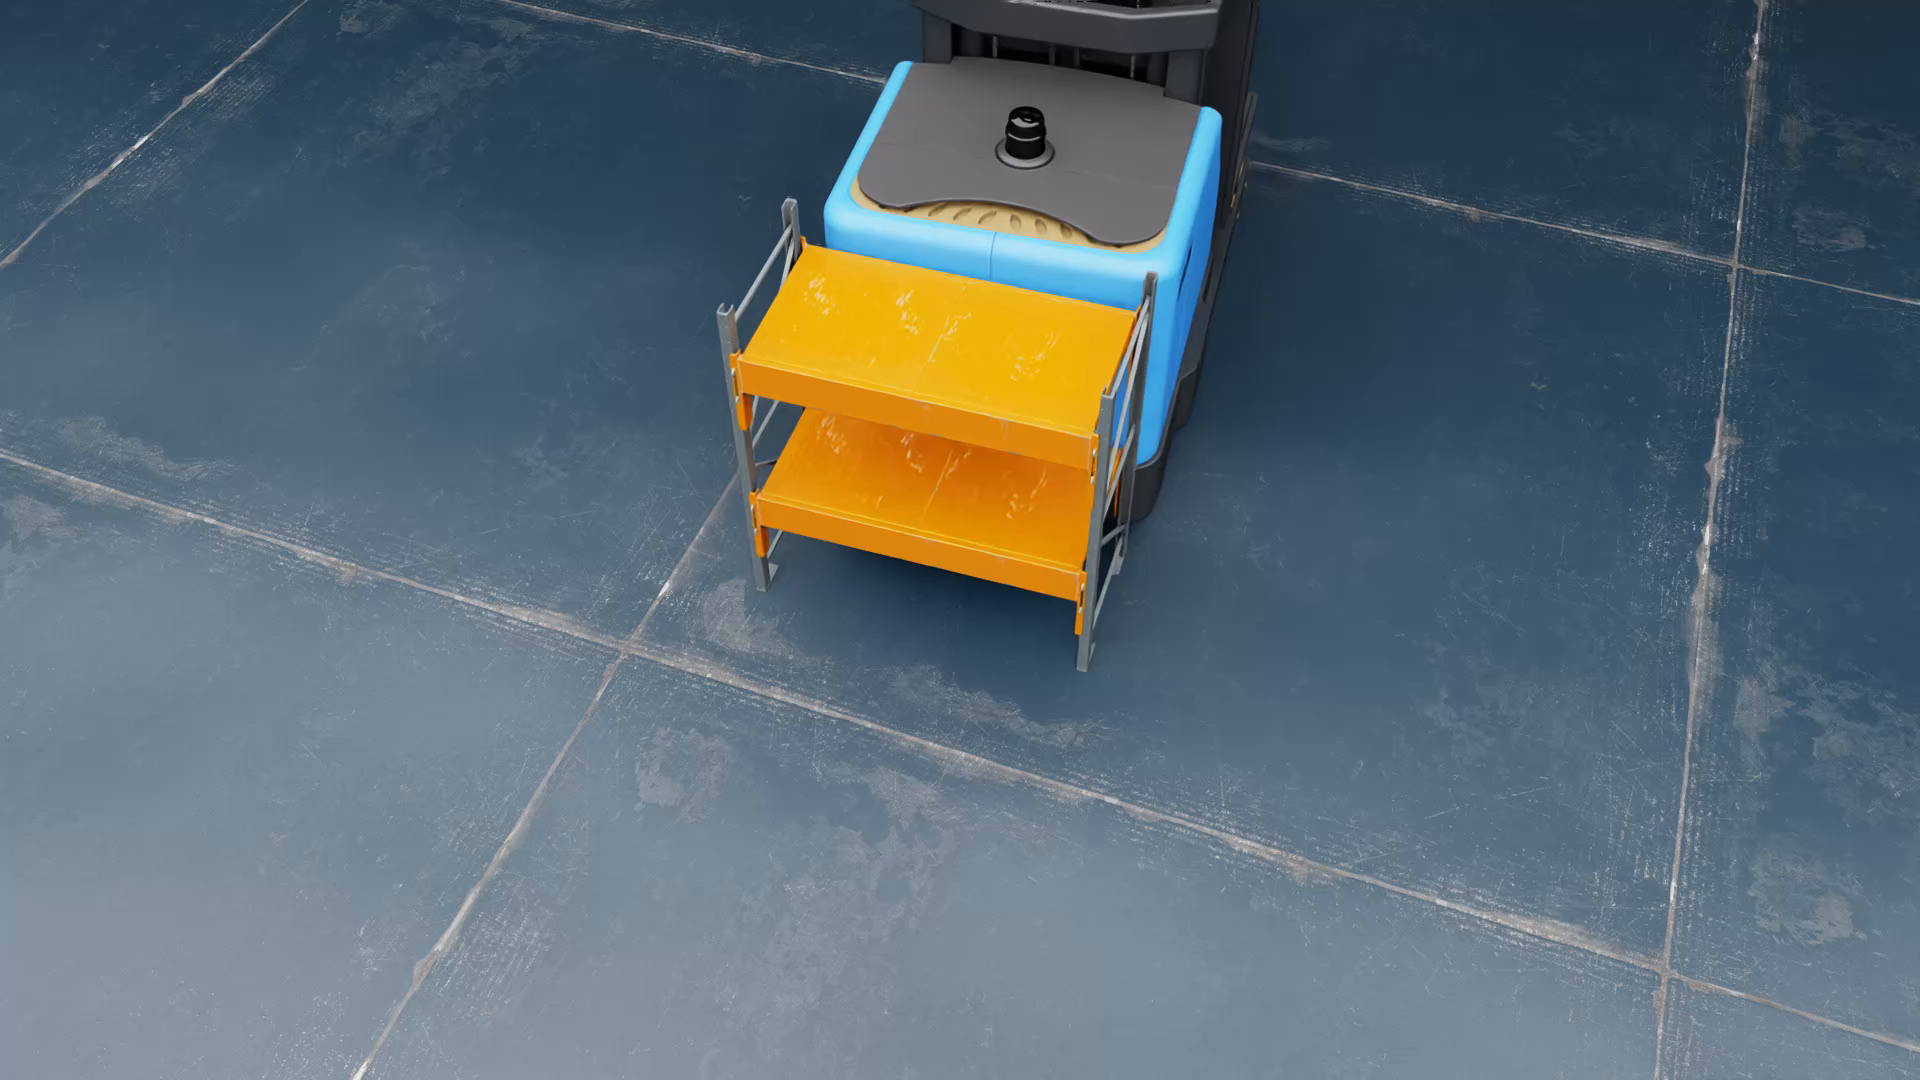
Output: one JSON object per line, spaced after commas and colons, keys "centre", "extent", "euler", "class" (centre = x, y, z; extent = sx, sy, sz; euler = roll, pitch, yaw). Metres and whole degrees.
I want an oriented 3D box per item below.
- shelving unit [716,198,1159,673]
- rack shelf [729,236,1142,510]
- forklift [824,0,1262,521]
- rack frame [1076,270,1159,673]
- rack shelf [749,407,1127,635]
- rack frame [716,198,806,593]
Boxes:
{"centre": [-0.052, -0.275, 4.744], "extent": [1.048, 1.125, 0.538], "euler": [13, 50, 11], "class": "shelving unit"}
{"centre": [-0.052, -0.467, 4.523], "extent": [1.000, 0.278, 0.538], "euler": [13, 50, 11], "class": "rack shelf"}
{"centre": [0.474, -2.159, 5.182], "extent": [1.130, 2.935, 3.031], "euler": [11, 50, 10], "class": "forklift"}
{"centre": [0.433, -0.159, 4.644], "extent": [0.032, 1.125, 0.500], "euler": [13, 50, 11], "class": "rack frame"}
{"centre": [-0.052, -0.115, 4.929], "extent": [1.000, 0.278, 0.538], "euler": [13, 50, 11], "class": "rack shelf"}
{"centre": [-0.537, -0.390, 4.844], "extent": [0.032, 1.125, 0.500], "euler": [13, 50, 11], "class": "rack frame"}
